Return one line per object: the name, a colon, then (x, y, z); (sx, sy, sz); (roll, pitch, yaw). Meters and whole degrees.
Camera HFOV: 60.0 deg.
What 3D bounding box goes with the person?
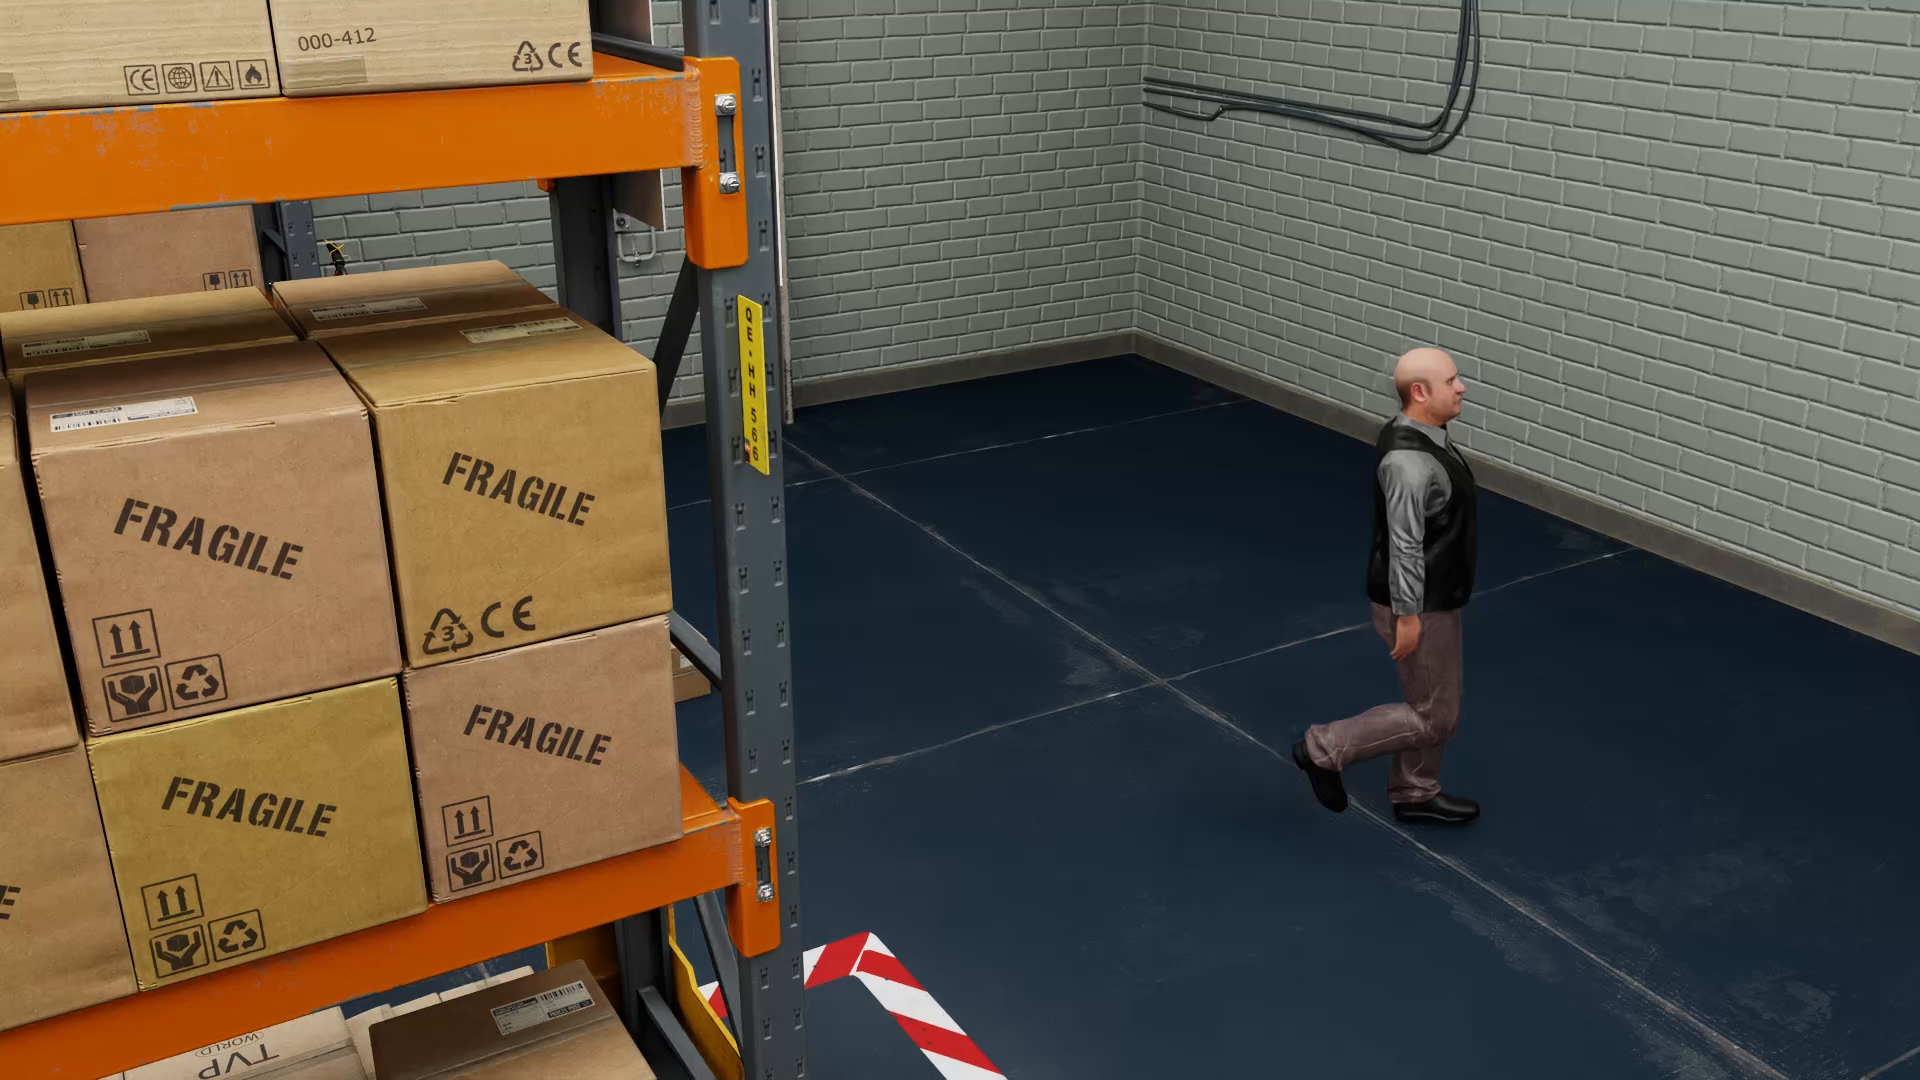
person: (1.503, 0.191, 5.595); (0.658, 1.705, 0.541); (6, 22, 15)
